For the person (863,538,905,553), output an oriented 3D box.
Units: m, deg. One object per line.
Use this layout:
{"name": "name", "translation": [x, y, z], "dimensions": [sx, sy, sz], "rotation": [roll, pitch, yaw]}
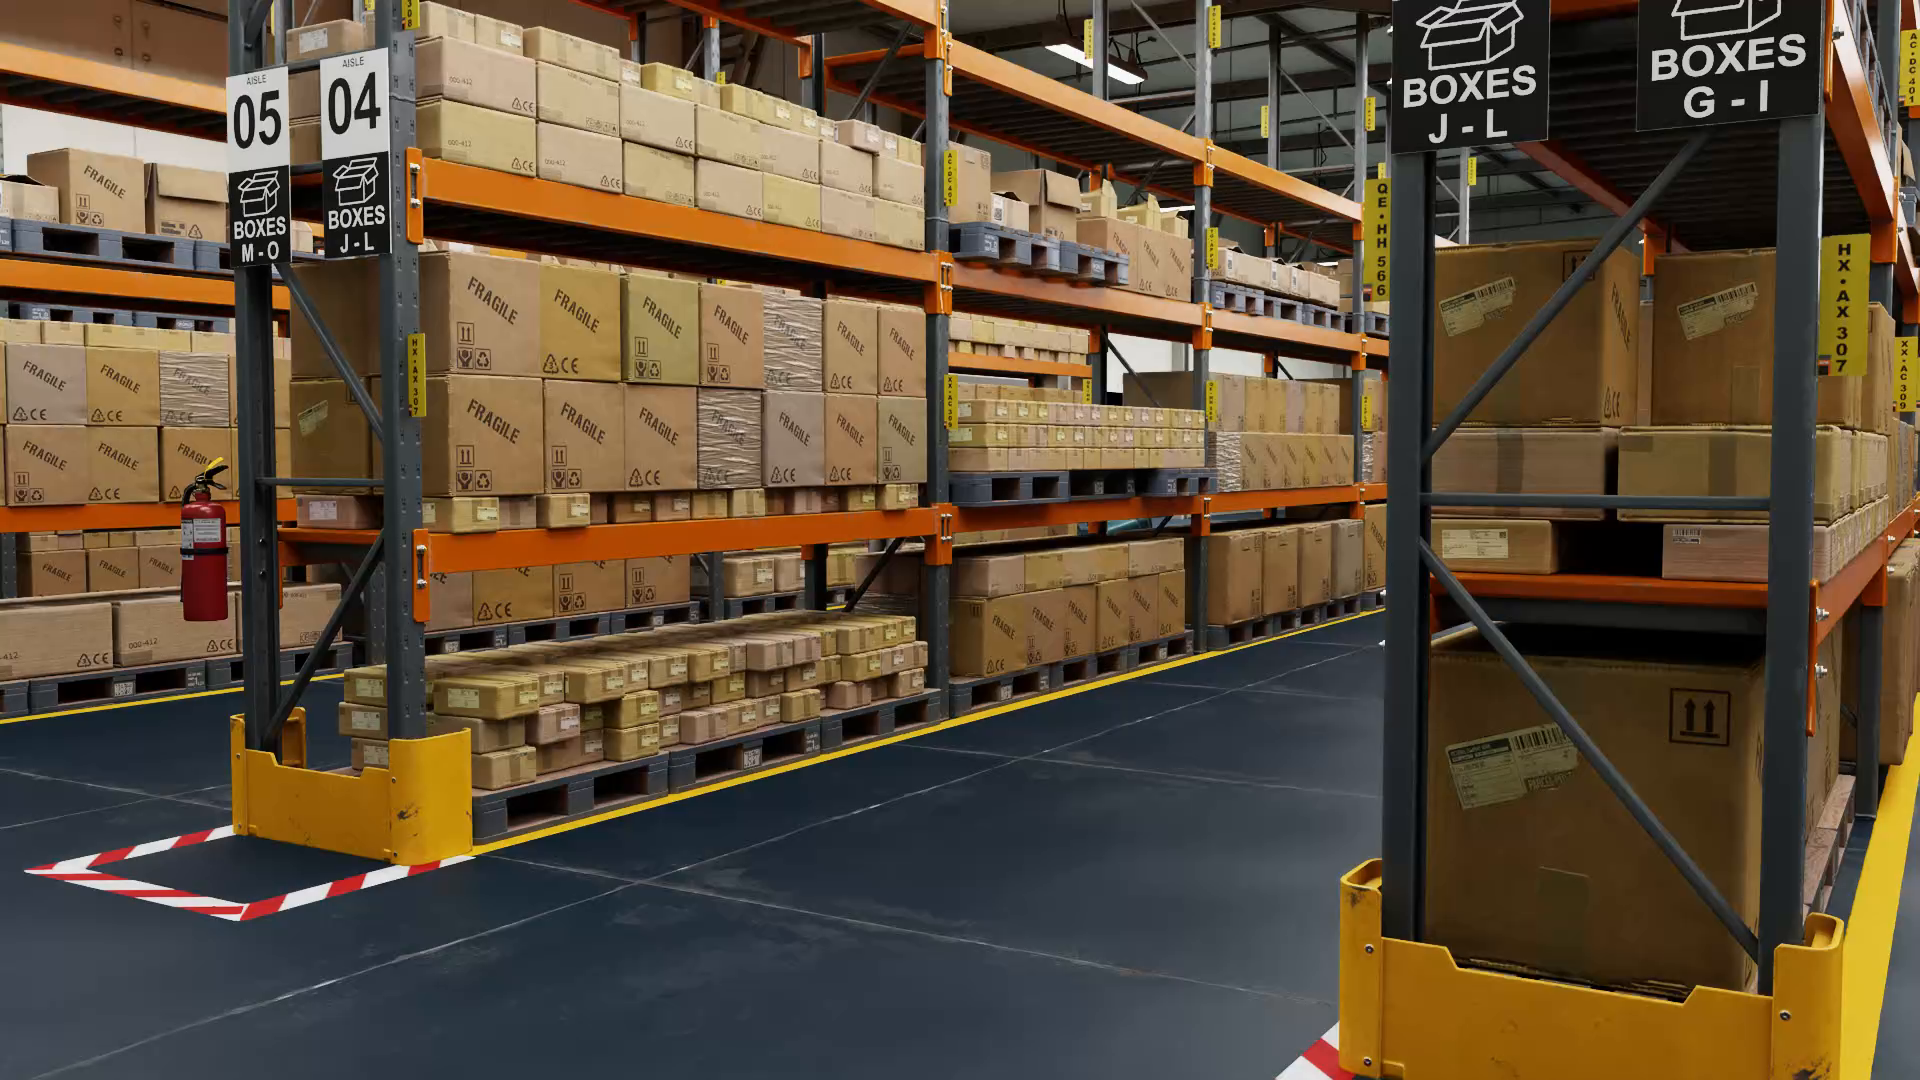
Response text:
{"name": "person", "translation": [-0.745, -0.030, 16.387], "dimensions": [0.484, 1.594, 0.369], "rotation": [2, 3, 28]}
